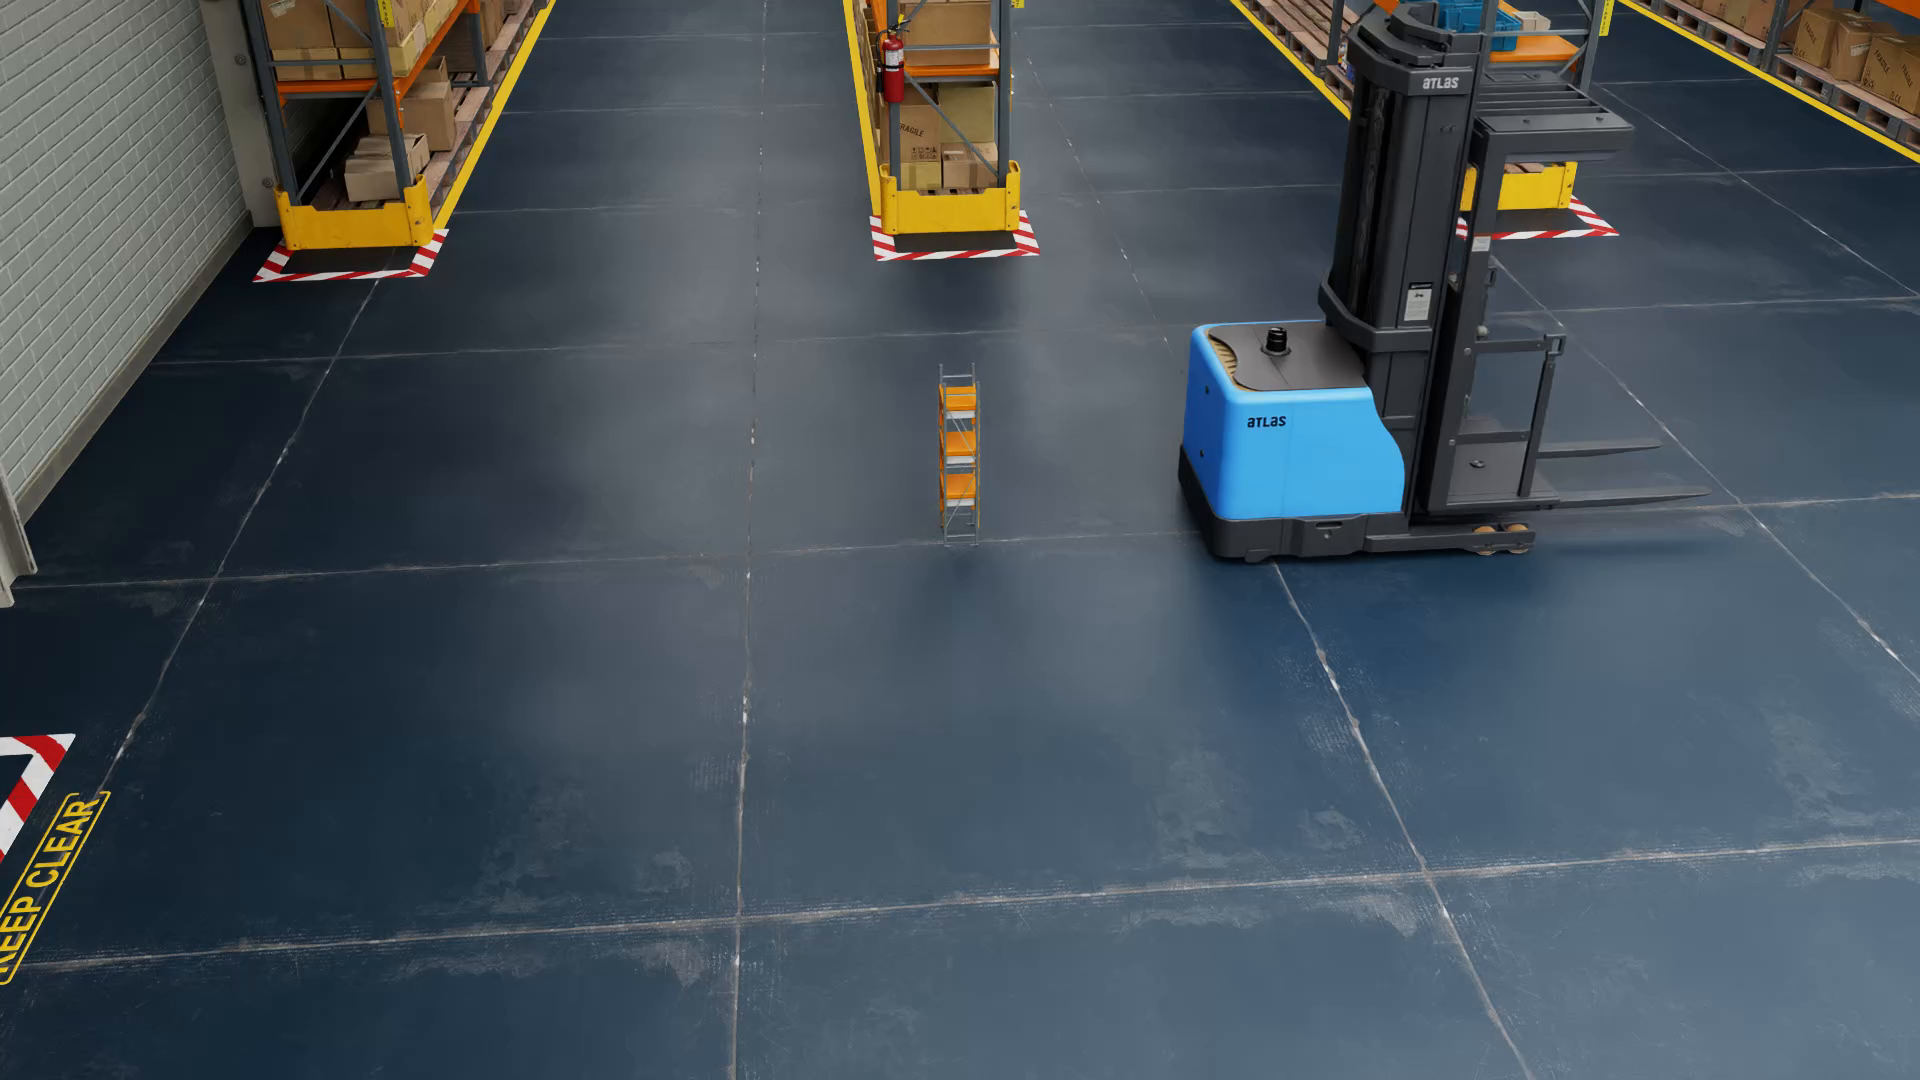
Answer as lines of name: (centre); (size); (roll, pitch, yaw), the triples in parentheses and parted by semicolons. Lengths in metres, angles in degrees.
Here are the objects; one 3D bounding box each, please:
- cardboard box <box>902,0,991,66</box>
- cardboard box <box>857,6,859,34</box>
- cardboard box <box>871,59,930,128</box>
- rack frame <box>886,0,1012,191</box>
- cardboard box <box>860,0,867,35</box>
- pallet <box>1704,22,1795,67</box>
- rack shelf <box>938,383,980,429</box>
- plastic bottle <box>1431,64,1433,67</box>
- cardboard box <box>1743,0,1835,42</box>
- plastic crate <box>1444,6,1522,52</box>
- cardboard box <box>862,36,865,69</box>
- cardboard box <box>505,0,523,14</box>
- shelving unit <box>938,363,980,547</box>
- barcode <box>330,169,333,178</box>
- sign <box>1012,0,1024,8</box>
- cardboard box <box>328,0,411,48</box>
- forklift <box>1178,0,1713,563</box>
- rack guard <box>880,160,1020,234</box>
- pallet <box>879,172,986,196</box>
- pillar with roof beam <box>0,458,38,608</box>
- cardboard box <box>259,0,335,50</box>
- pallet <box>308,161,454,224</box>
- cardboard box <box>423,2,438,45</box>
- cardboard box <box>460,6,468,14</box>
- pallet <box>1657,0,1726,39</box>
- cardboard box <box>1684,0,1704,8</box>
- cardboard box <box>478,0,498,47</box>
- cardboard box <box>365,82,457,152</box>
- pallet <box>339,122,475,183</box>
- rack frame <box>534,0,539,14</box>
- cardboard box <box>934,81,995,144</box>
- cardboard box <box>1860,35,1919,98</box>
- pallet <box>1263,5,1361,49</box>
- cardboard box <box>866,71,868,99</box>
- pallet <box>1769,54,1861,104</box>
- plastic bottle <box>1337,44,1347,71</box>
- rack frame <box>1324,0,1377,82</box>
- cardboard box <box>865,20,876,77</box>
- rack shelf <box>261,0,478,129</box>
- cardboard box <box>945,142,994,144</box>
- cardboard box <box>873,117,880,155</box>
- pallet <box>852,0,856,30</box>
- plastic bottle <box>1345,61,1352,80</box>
cardboard box: (-0.120, -4.282, 13.897); (0.700, 0.500, 0.500); (-3, 31, -5)
cardboard box: (-0.930, -6.020, 19.175); (0.500, 0.250, 0.500); (-2, 31, -4)
cardboard box: (-0.543, -4.092, 15.216); (0.500, 0.500, 0.500); (-3, 31, -5)
rack frame: (-0.089, -4.001, 13.523); (1.000, 3.000, 0.127); (-3, 31, -5)
cardboard box: (-0.841, -5.742, 18.163); (0.500, 0.311, 0.500); (-2, 31, -3)
pallet: (9.327, -5.716, 19.114); (1.003, 0.211, 1.213); (-3, 31, -5)
rack shelf: (-0.005, -0.713, 9.387); (0.215, 0.259, 0.240); (-3, 31, -5)
plastic bottle: (4.765, -4.705, 16.922); (0.061, 0.283, 0.133); (-3, 31, -5)
cardboard box: (9.365, -5.946, 18.788); (0.700, 0.500, 0.500); (-5, 31, -8)
plastic crate: (4.498, -4.413, 14.359); (0.499, 0.251, 0.616); (-3, 31, -5)
cardboard box: (-0.790, -5.240, 17.871); (0.500, 0.250, 0.500); (-3, 31, -5)
cardboard box: (-5.649, -6.596, 19.877); (0.700, 0.500, 0.500); (-2, 31, -4)
shelving unit: (-0.005, -0.478, 9.527); (0.215, 1.050, 0.252); (-3, 31, -5)
barcode: (-5.396, -3.147, 14.279); (0.001, 0.075, 0.075); (-3, 31, -5)
sign: (0.464, -4.430, 13.320); (0.100, 0.325, 0.005); (-3, 31, -5)
cardboard box: (-4.766, -4.286, 13.396); (0.500, 0.500, 0.500); (-3, 31, -5)
forklift: (2.893, -1.437, 9.298); (3.031, 2.935, 1.130); (-3, 31, -5)
rack guard: (-0.087, -2.915, 14.143); (1.175, 0.500, 0.348); (-3, 31, -5)
pallet: (-0.202, -3.192, 14.888); (1.003, 0.211, 1.213); (-3, 31, -5)
pillar with roof beam: (-1.100, -3.796, 7.330); (9.100, 9.000, 0.400); (-3, 31, -5)
cardboard box: (-5.276, -4.258, 13.349); (0.500, 0.500, 0.500); (-3, 31, -5)
pallet: (-5.068, -3.019, 14.600); (1.003, 0.211, 1.213); (-3, 31, -5)
cardboard box: (-4.854, -4.495, 14.477); (0.500, 0.250, 0.500); (-3, 31, -5)
cardboard box: (-5.524, -5.841, 17.881); (0.500, 0.250, 0.500); (-3, 31, -6)
pallet: (9.209, -6.340, 20.159); (1.003, 0.211, 1.213); (-3, 31, -5)
cardboard box: (9.234, -6.761, 20.152); (0.700, 0.500, 0.500); (0, 31, 0)
cardboard box: (-5.585, -5.818, 18.574); (0.700, 0.500, 0.500); (-2, 31, -4)
cardboard box: (-5.068, -3.903, 15.368); (0.700, 0.500, 0.500); (-5, 31, -8)
pallet: (-5.179, -3.641, 15.640); (1.003, 0.211, 1.213); (-3, 31, -5)
rack frame: (-5.768, -7.846, 19.960); (1.000, 3.000, 0.127); (-3, 31, -5)
cardboard box: (0.034, -3.862, 14.832); (0.500, 0.500, 0.500); (-3, 31, -5)
cardboard box: (9.596, -4.811, 16.908); (0.500, 0.500, 0.500); (-5, 31, -9)
pallet: (4.240, -6.104, 19.765); (1.003, 0.211, 1.213); (-3, 31, -5)
cardboard box: (-0.679, -4.536, 16.691); (0.500, 0.250, 0.500); (-3, 31, -5)
pallet: (9.499, -4.977, 17.877); (1.003, 0.211, 1.213); (-3, 31, -5)
plastic bottle: (4.063, -5.112, 17.615); (0.097, 0.271, 0.097); (0, 31, 0)
rack frame: (4.469, -6.278, 17.336); (1.000, 3.000, 0.127); (-3, 31, -5)
cardboard box: (-0.676, -4.858, 16.499); (0.500, 0.500, 0.500); (-3, 31, -5)
rack shelf: (-5.207, -4.474, 15.016); (1.077, 0.370, 4.000); (-3, 31, -5)
cardboard box: (0.032, -3.540, 15.024); (0.500, 0.250, 0.500); (-3, 31, -5)
cardboard box: (-0.540, -3.770, 15.409); (0.500, 0.250, 0.500); (-3, 31, -5)
pallet: (-0.798, -6.466, 20.369); (1.003, 0.211, 1.213); (-3, 31, -5)
plastic bottle: (4.120, -4.950, 17.340); (0.152, 0.276, 0.135); (-2, 31, -3)
